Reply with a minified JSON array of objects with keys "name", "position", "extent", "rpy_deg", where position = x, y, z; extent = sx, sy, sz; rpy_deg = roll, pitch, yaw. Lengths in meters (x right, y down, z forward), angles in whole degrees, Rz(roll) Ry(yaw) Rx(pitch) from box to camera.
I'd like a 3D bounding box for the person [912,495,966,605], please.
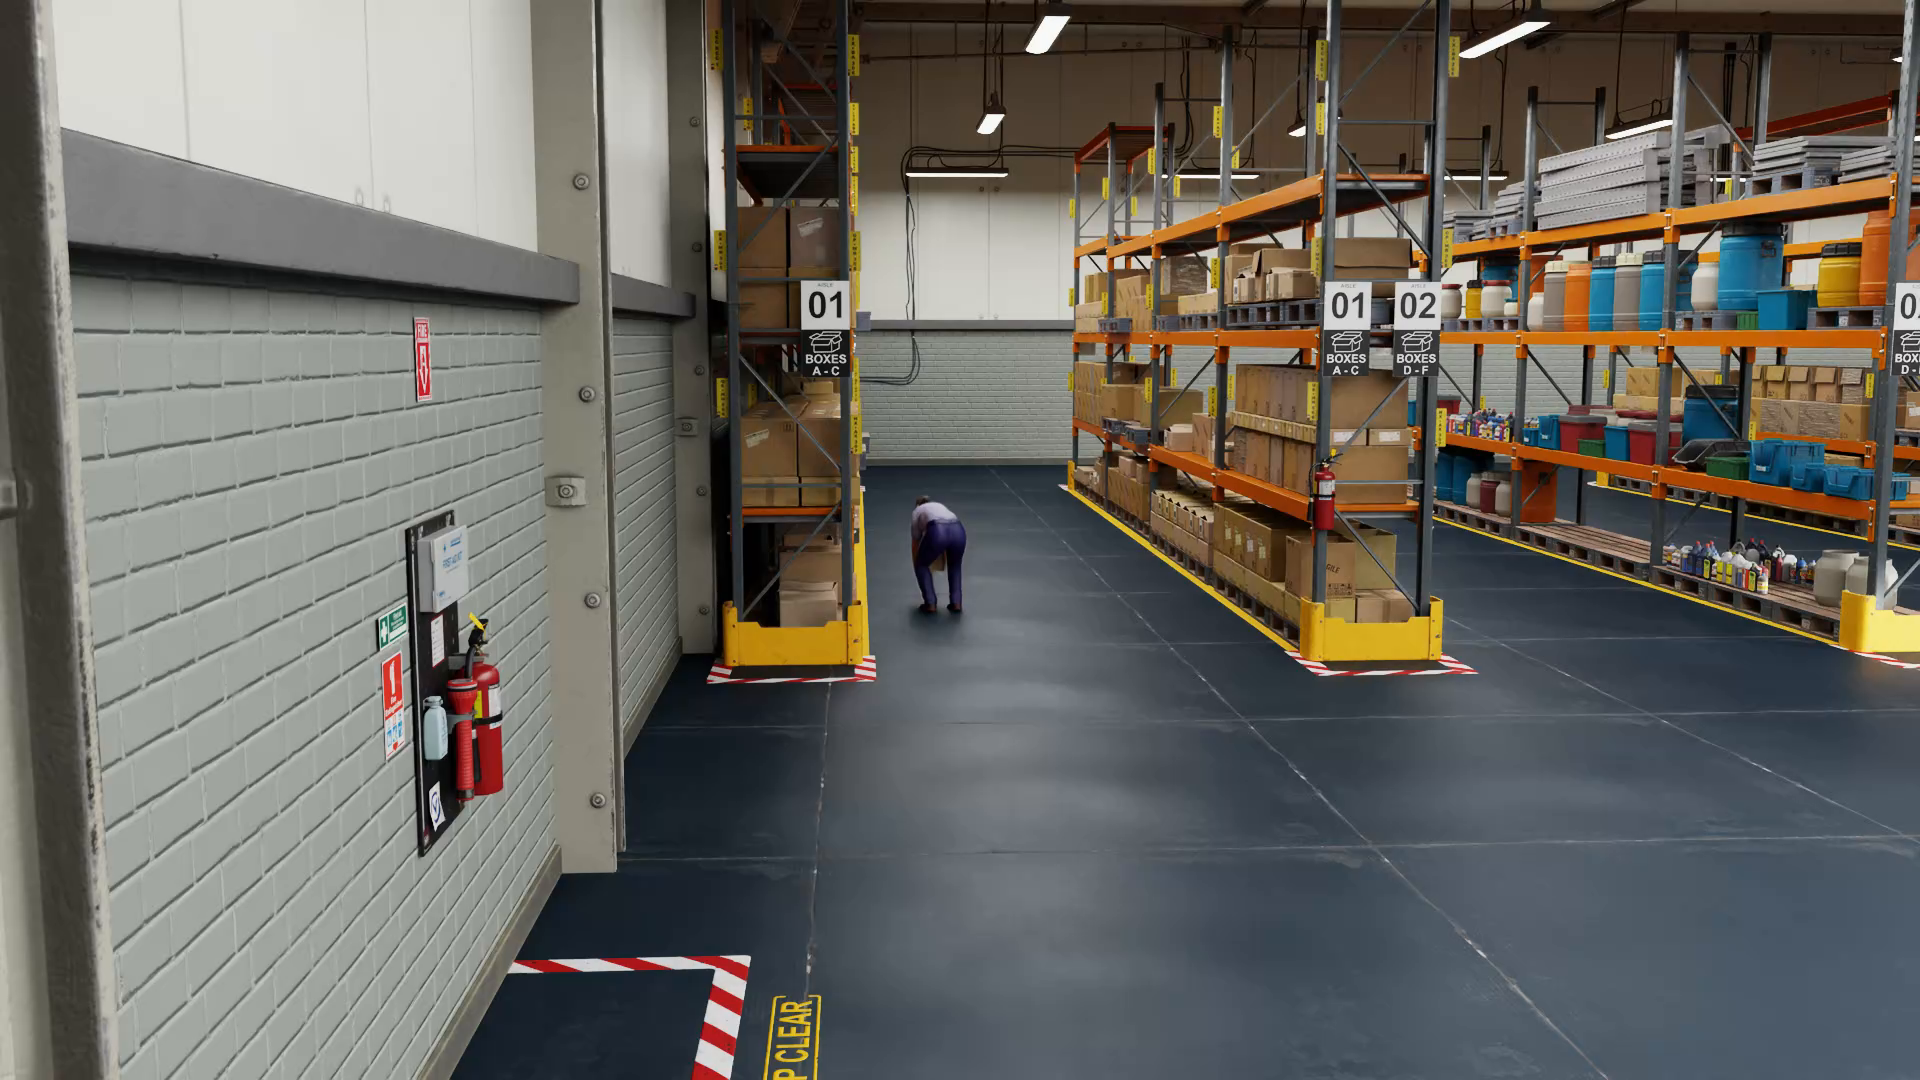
[{"name":"person","position":[-0.245,0.100,16.885],"extent":[0.495,1.061,0.877],"rpy_deg":[-3,7,-20]}]
